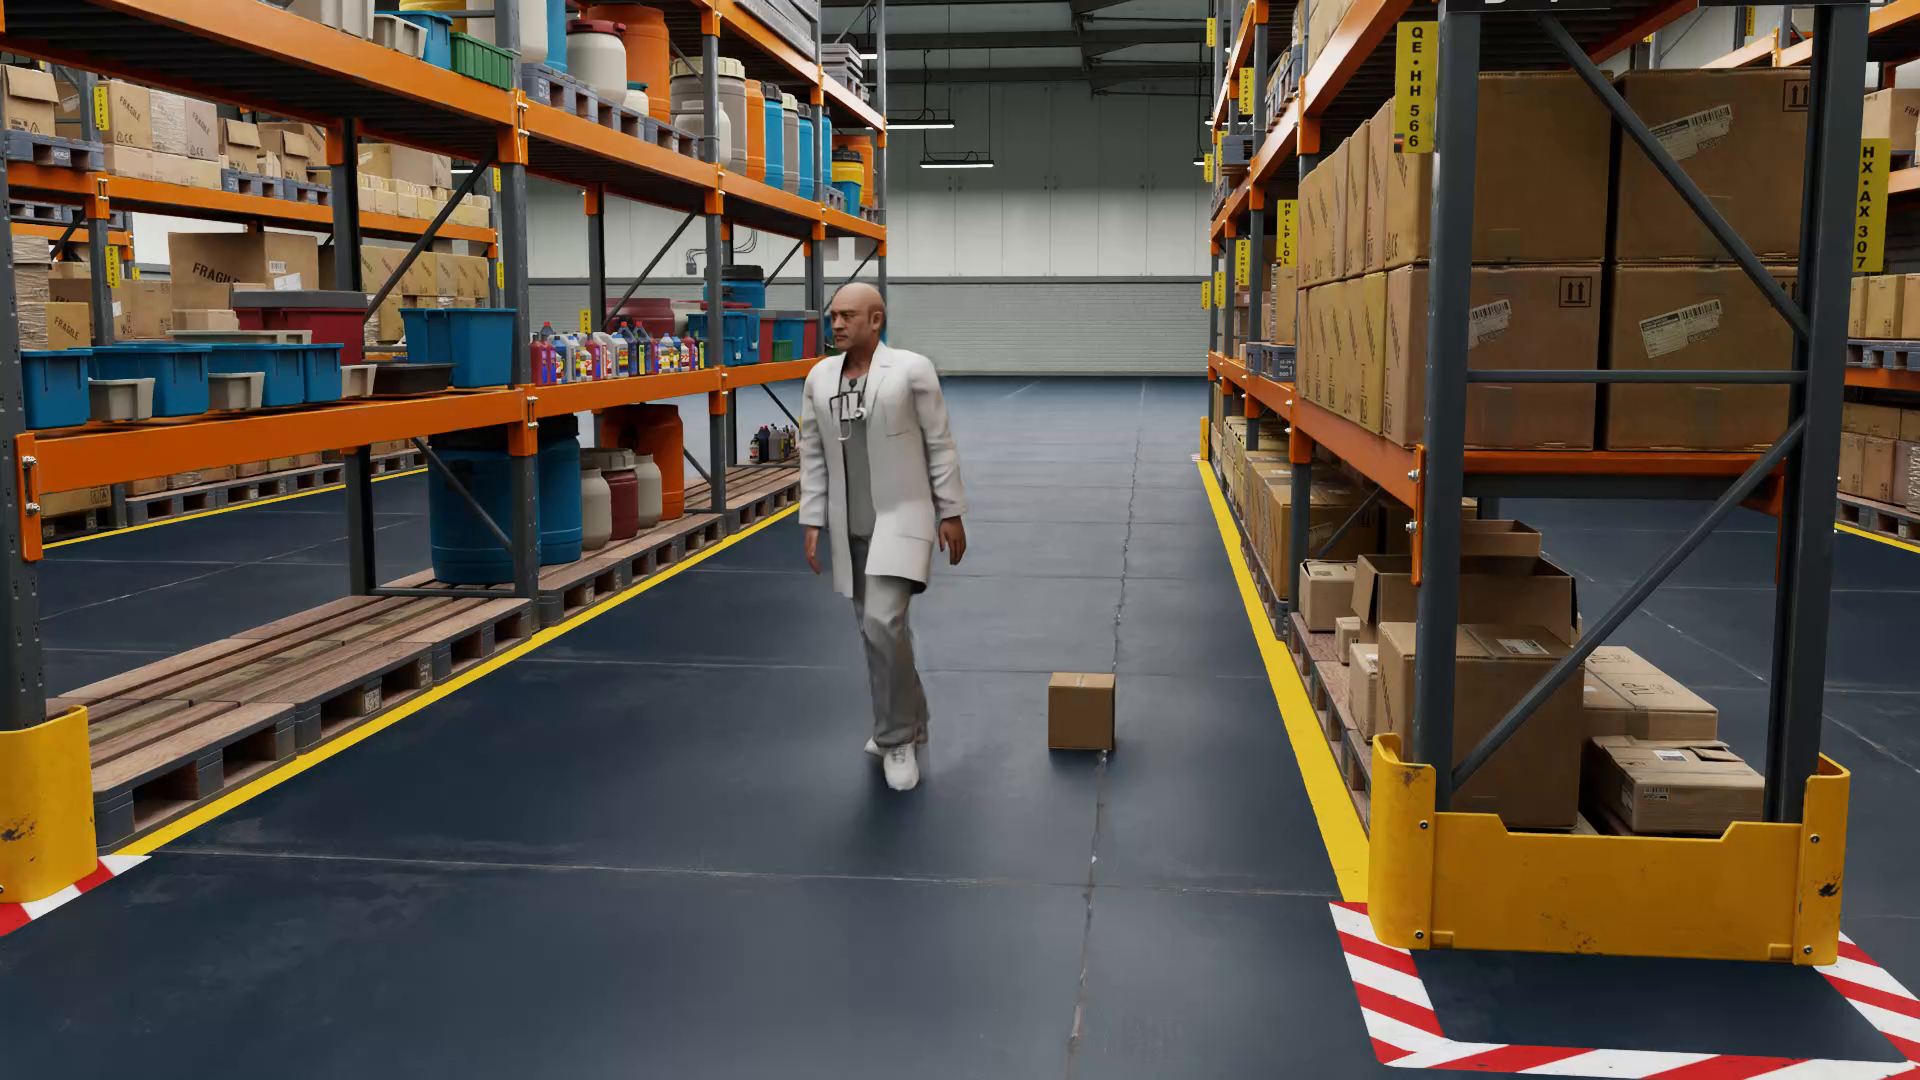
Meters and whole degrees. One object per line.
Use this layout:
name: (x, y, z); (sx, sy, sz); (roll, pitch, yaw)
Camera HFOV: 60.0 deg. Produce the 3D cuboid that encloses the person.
person: (-0.287, -0.034, 6.127); (0.616, 1.804, 0.587); (4, 9, 29)
